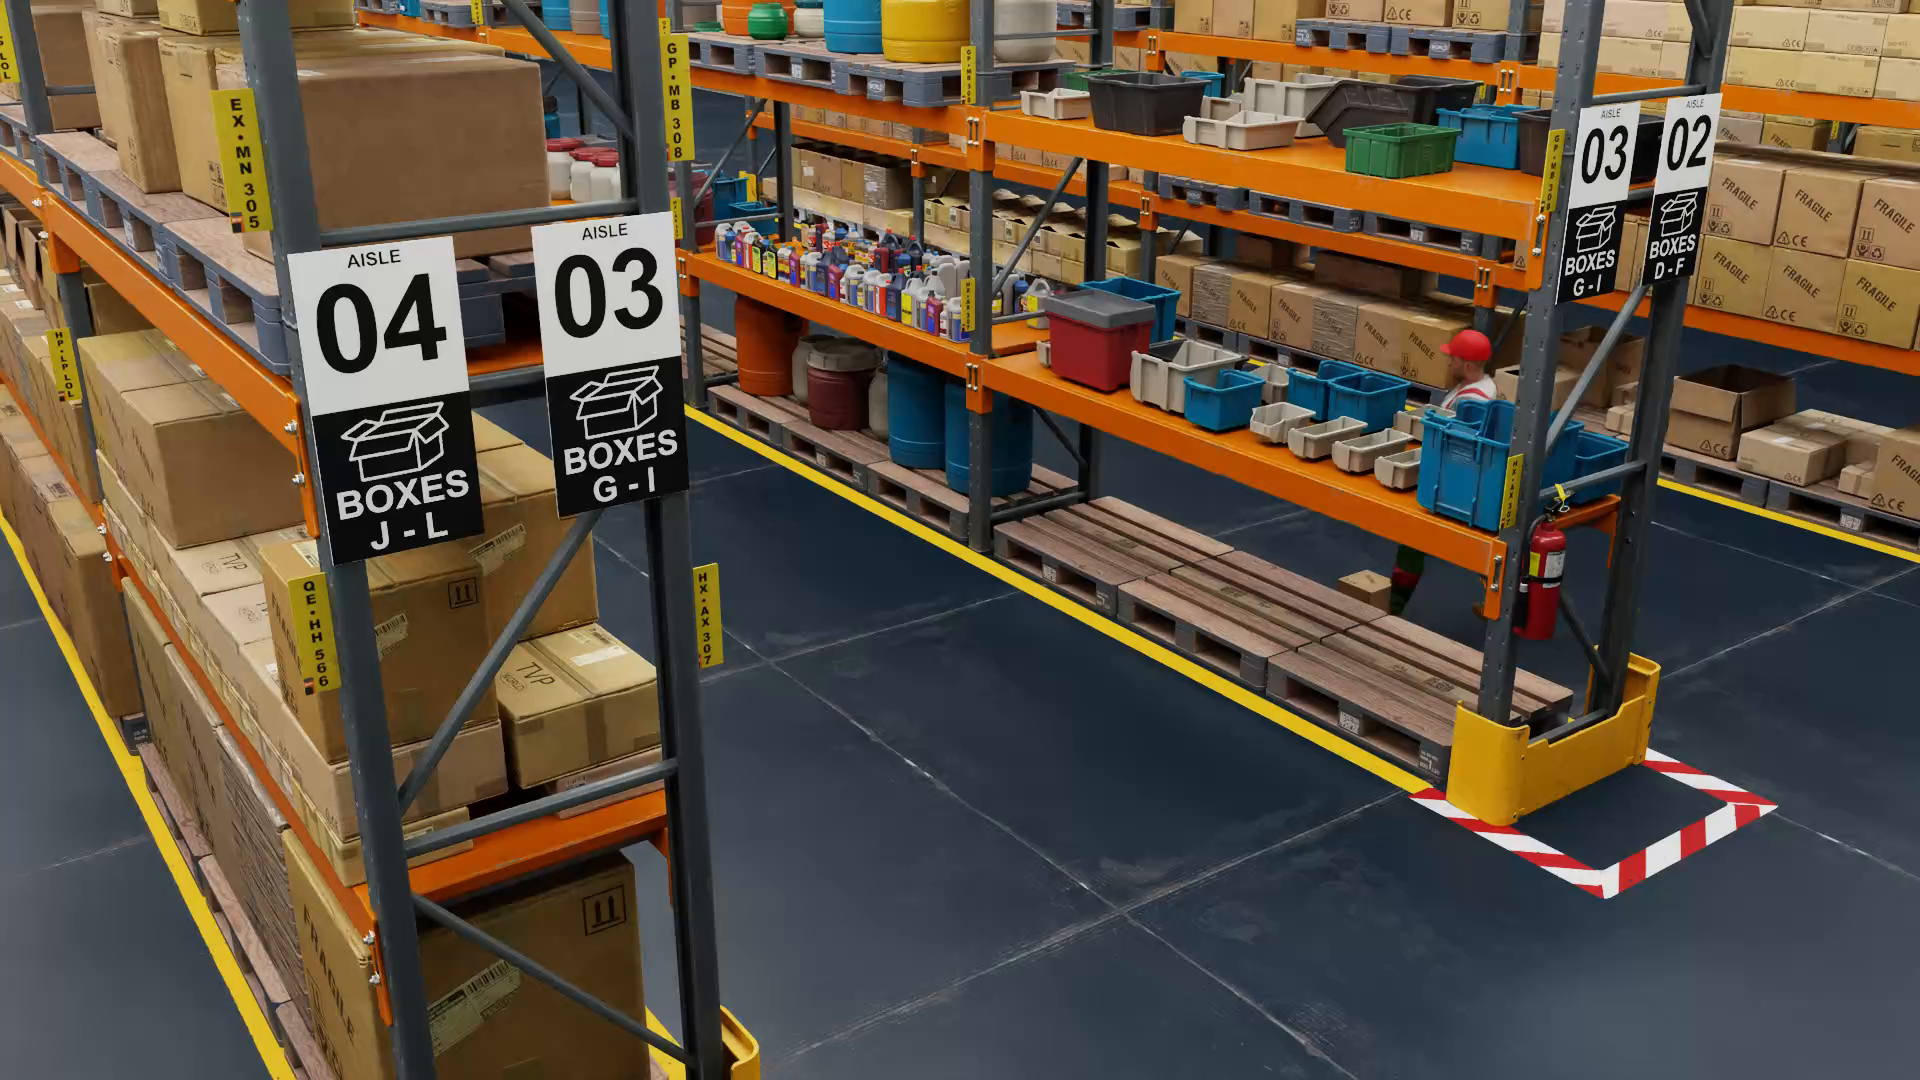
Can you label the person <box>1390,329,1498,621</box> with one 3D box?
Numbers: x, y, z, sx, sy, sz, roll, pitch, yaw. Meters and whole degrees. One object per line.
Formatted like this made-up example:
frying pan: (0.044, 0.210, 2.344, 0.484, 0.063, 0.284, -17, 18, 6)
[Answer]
person: (2.779, -0.338, 9.432, 0.950, 1.765, 0.579, 11, 24, 26)
